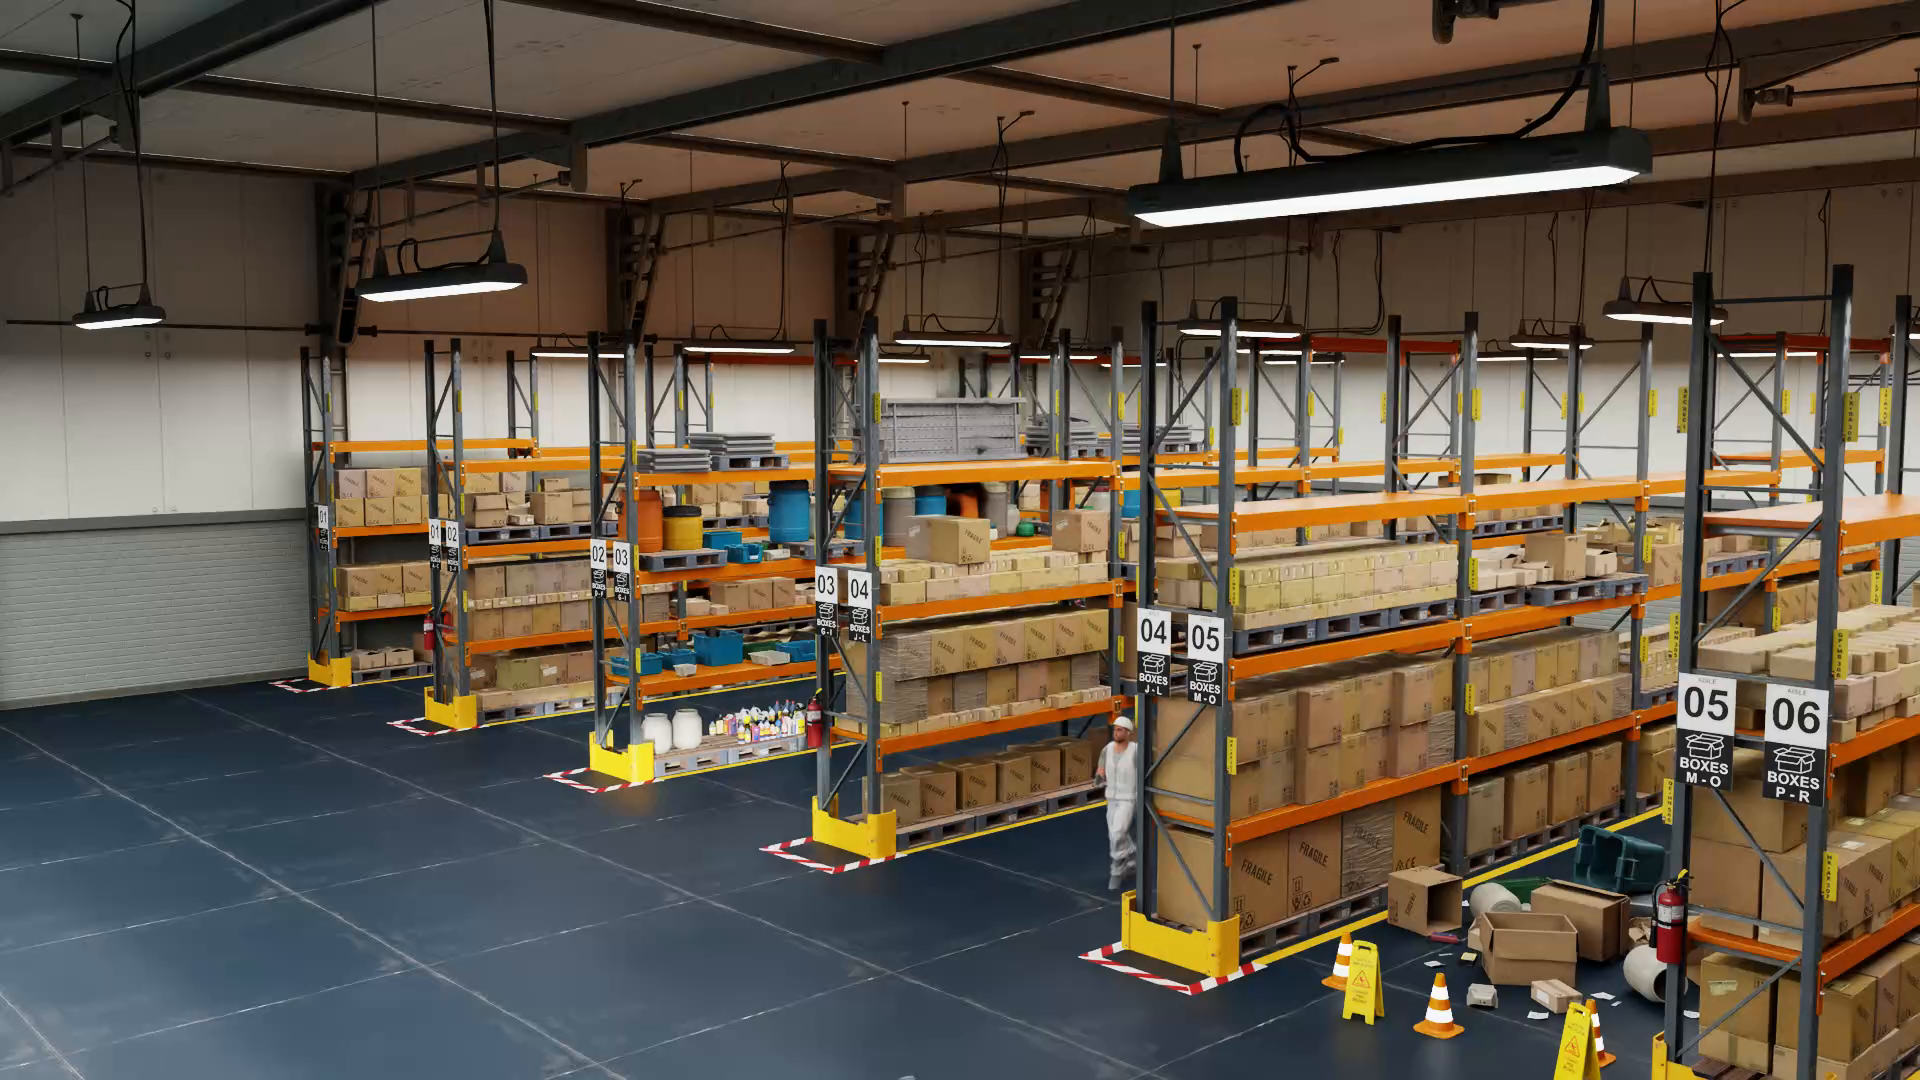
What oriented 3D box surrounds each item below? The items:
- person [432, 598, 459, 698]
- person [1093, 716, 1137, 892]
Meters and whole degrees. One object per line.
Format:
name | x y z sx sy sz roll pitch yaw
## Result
person | -8.509 1.870 27.844 0.631 1.798 0.754 3 6 32
person | 1.718 2.759 17.478 0.670 1.812 0.755 5 7 42
